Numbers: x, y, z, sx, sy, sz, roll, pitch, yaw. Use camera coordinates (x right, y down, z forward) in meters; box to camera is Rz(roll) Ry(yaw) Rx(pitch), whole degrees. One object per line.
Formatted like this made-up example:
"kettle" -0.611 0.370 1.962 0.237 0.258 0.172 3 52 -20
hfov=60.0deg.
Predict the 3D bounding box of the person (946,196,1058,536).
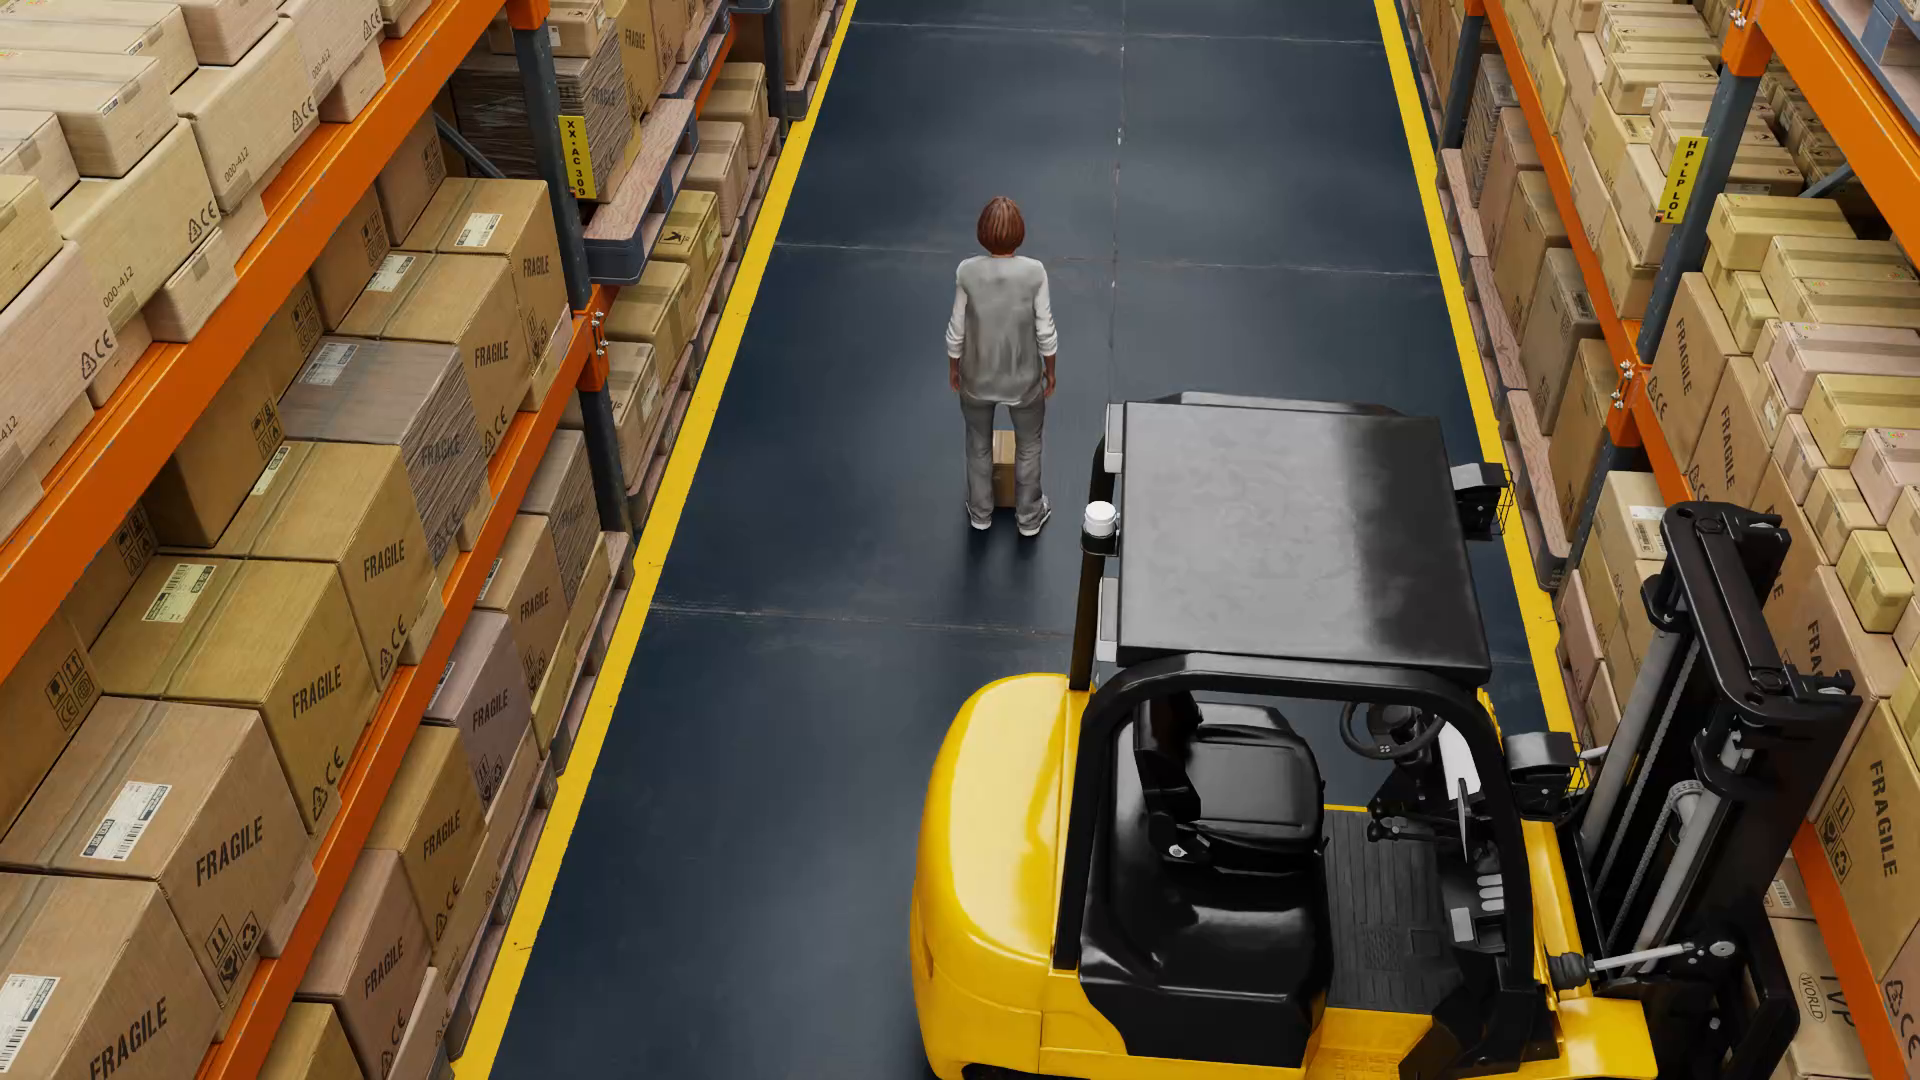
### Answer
"person" 0.174 -0.682 6.970 0.459 1.581 0.369 3 41 4
